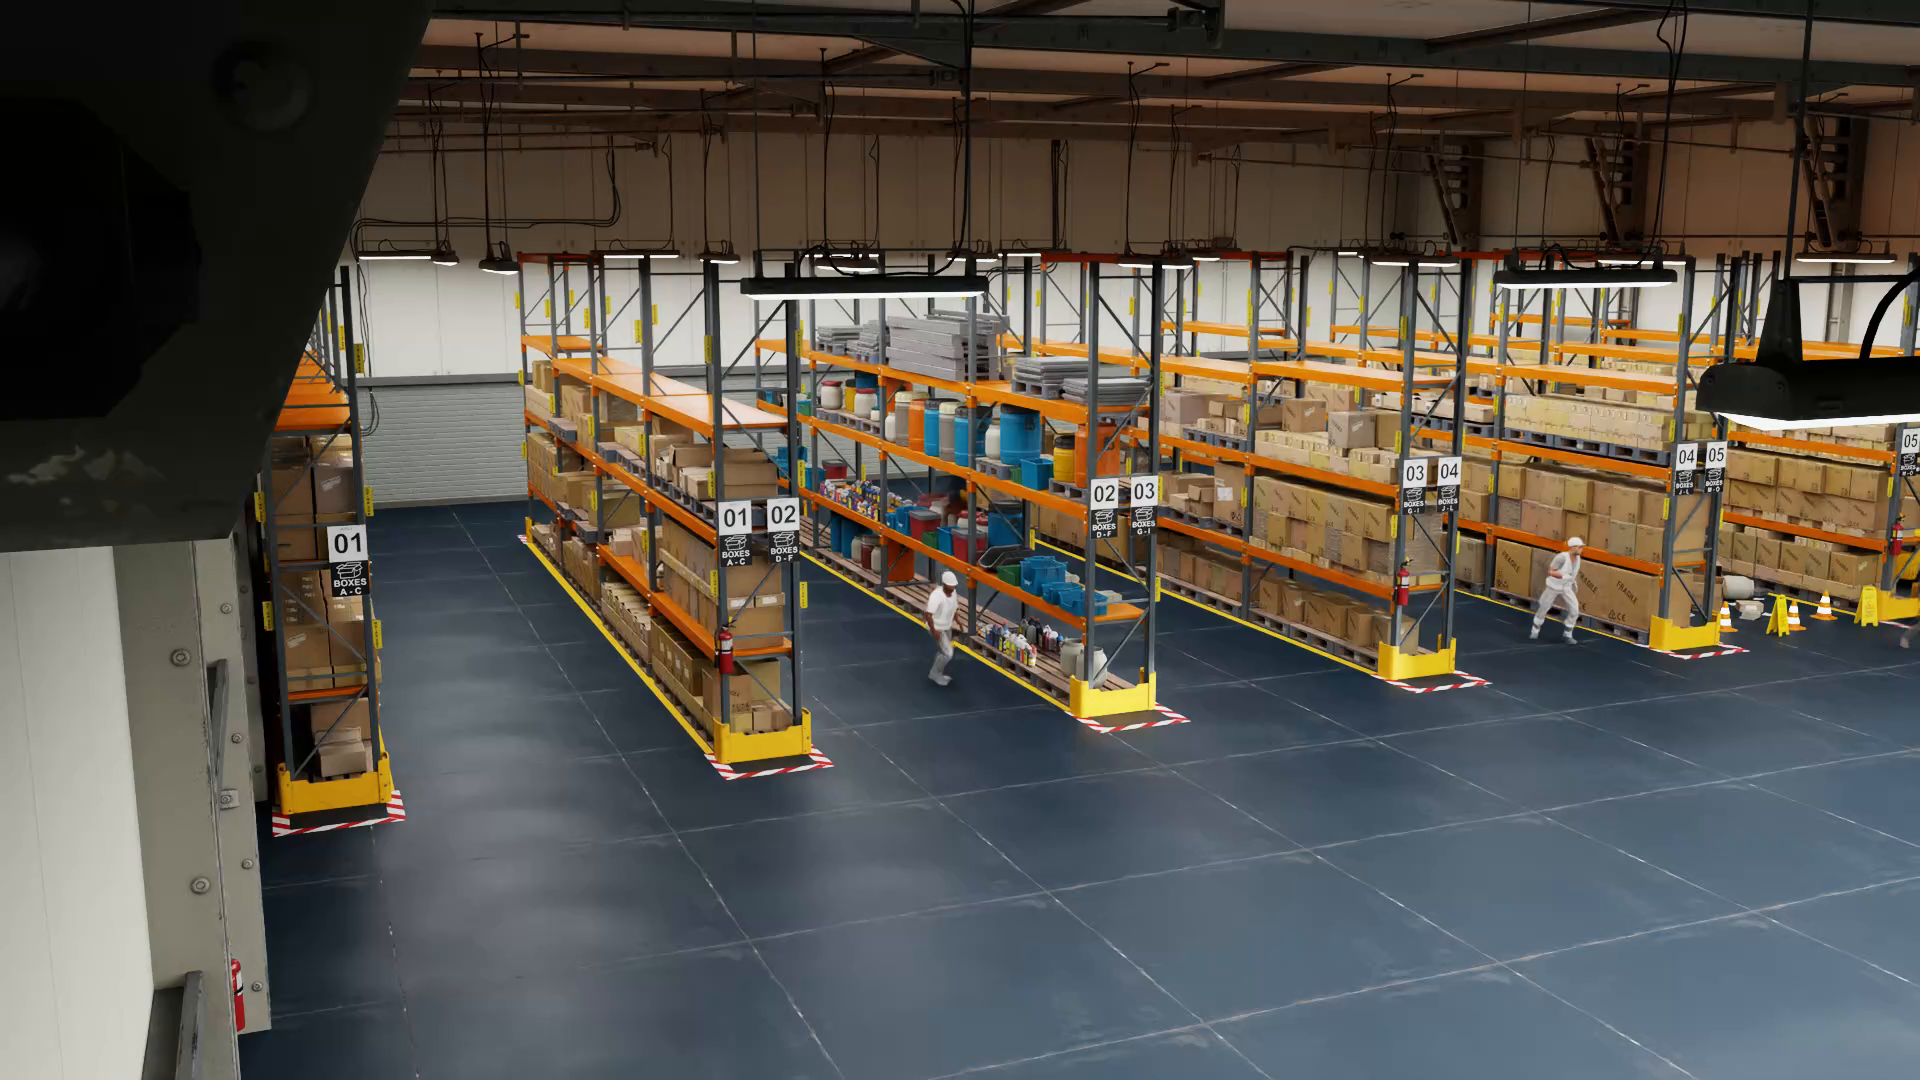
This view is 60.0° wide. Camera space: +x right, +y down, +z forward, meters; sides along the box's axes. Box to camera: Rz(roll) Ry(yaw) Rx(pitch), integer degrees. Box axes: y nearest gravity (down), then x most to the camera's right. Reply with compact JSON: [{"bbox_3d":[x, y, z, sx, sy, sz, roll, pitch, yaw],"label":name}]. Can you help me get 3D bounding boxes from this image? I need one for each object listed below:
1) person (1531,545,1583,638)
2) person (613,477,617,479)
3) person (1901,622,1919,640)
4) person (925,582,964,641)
[{"bbox_3d":[9.454,0.752,26.171,0.646,1.573,0.696,-2,11,-11],"label":"person"},{"bbox_3d":[-7.453,-0.886,35.852,0.490,1.307,1.002,-7,12,-34],"label":"person"},{"bbox_3d":[14.985,0.896,25.596,0.635,1.524,0.729,-9,14,-41],"label":"person"},{"bbox_3d":[-0.221,0.923,23.539,0.480,0.972,0.707,6,12,28],"label":"person"}]
